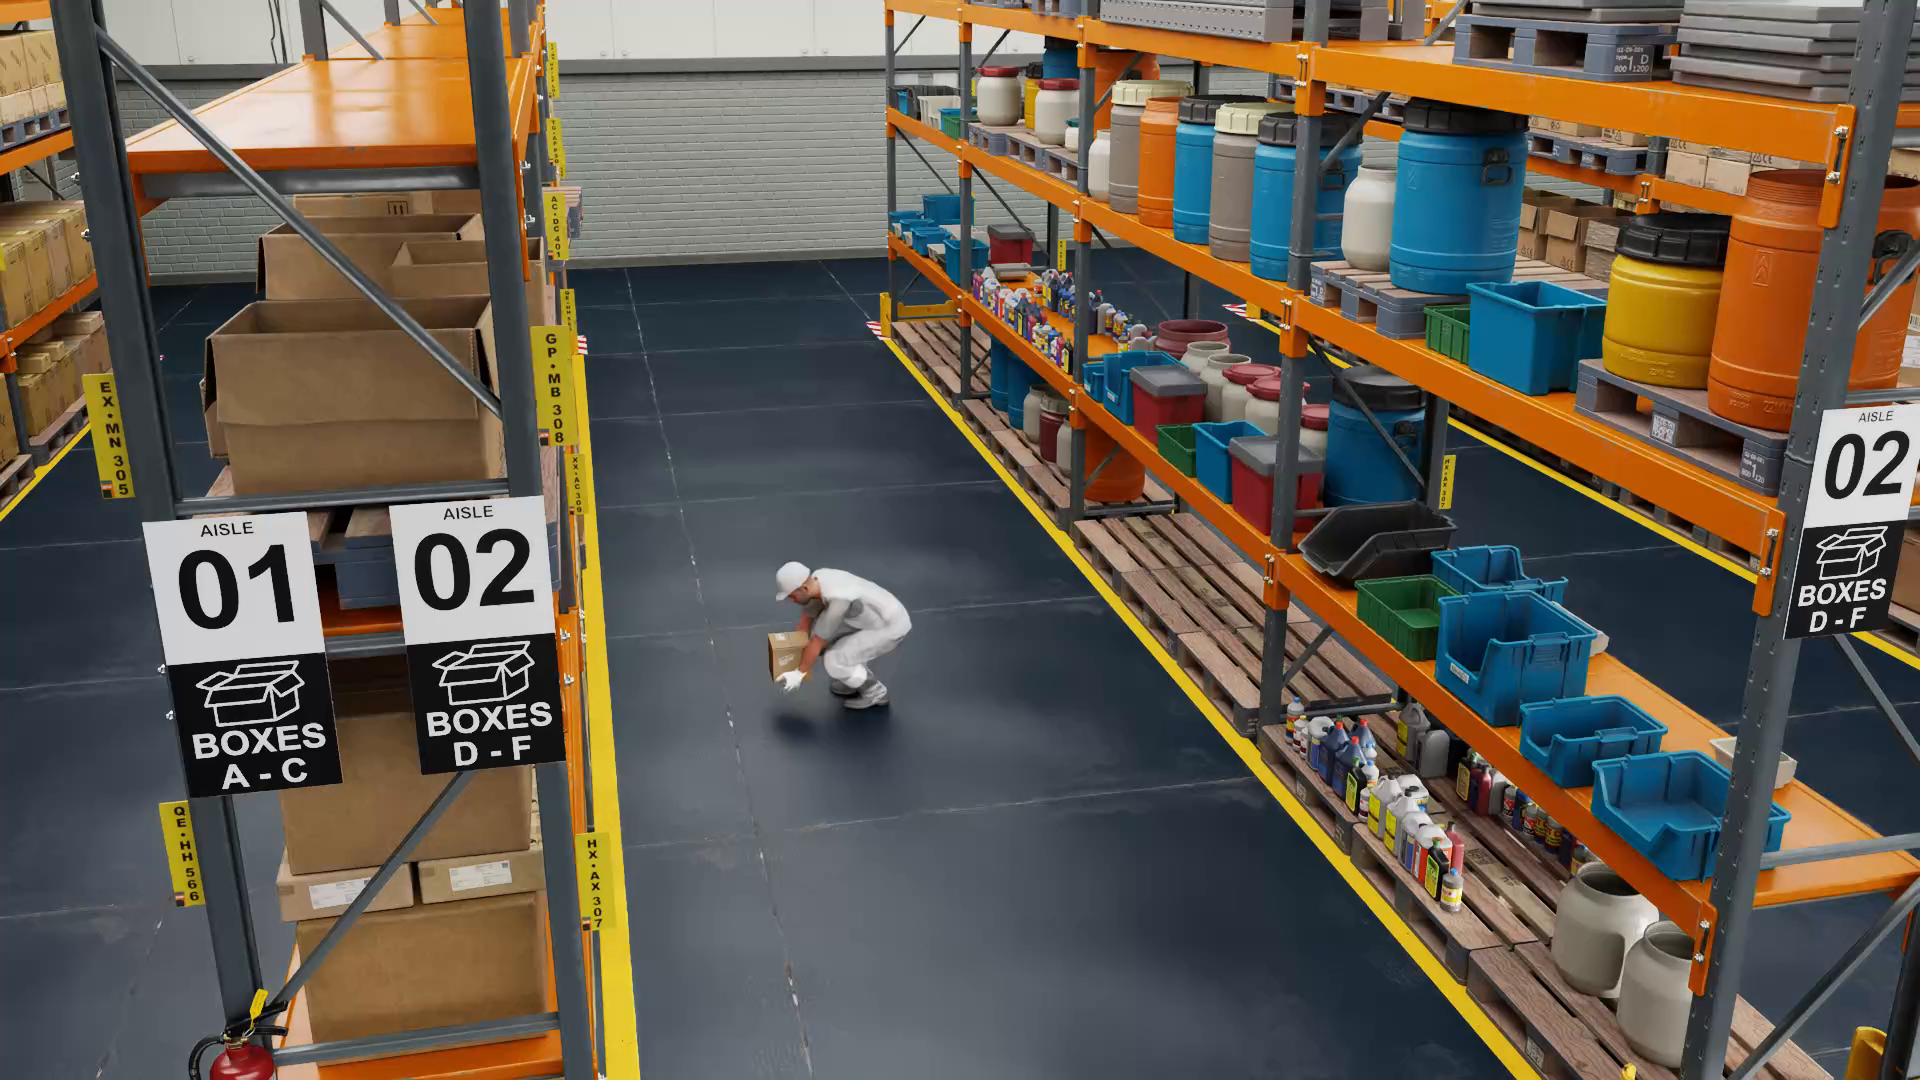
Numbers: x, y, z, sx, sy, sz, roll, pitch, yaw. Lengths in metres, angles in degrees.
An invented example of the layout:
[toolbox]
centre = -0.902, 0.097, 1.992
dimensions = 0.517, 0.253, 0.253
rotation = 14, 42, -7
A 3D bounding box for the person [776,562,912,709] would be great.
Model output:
[person]
centre = -0.757, 0.573, 10.611
dimensions = 0.894, 0.997, 0.534
rotation = -5, 20, -14
